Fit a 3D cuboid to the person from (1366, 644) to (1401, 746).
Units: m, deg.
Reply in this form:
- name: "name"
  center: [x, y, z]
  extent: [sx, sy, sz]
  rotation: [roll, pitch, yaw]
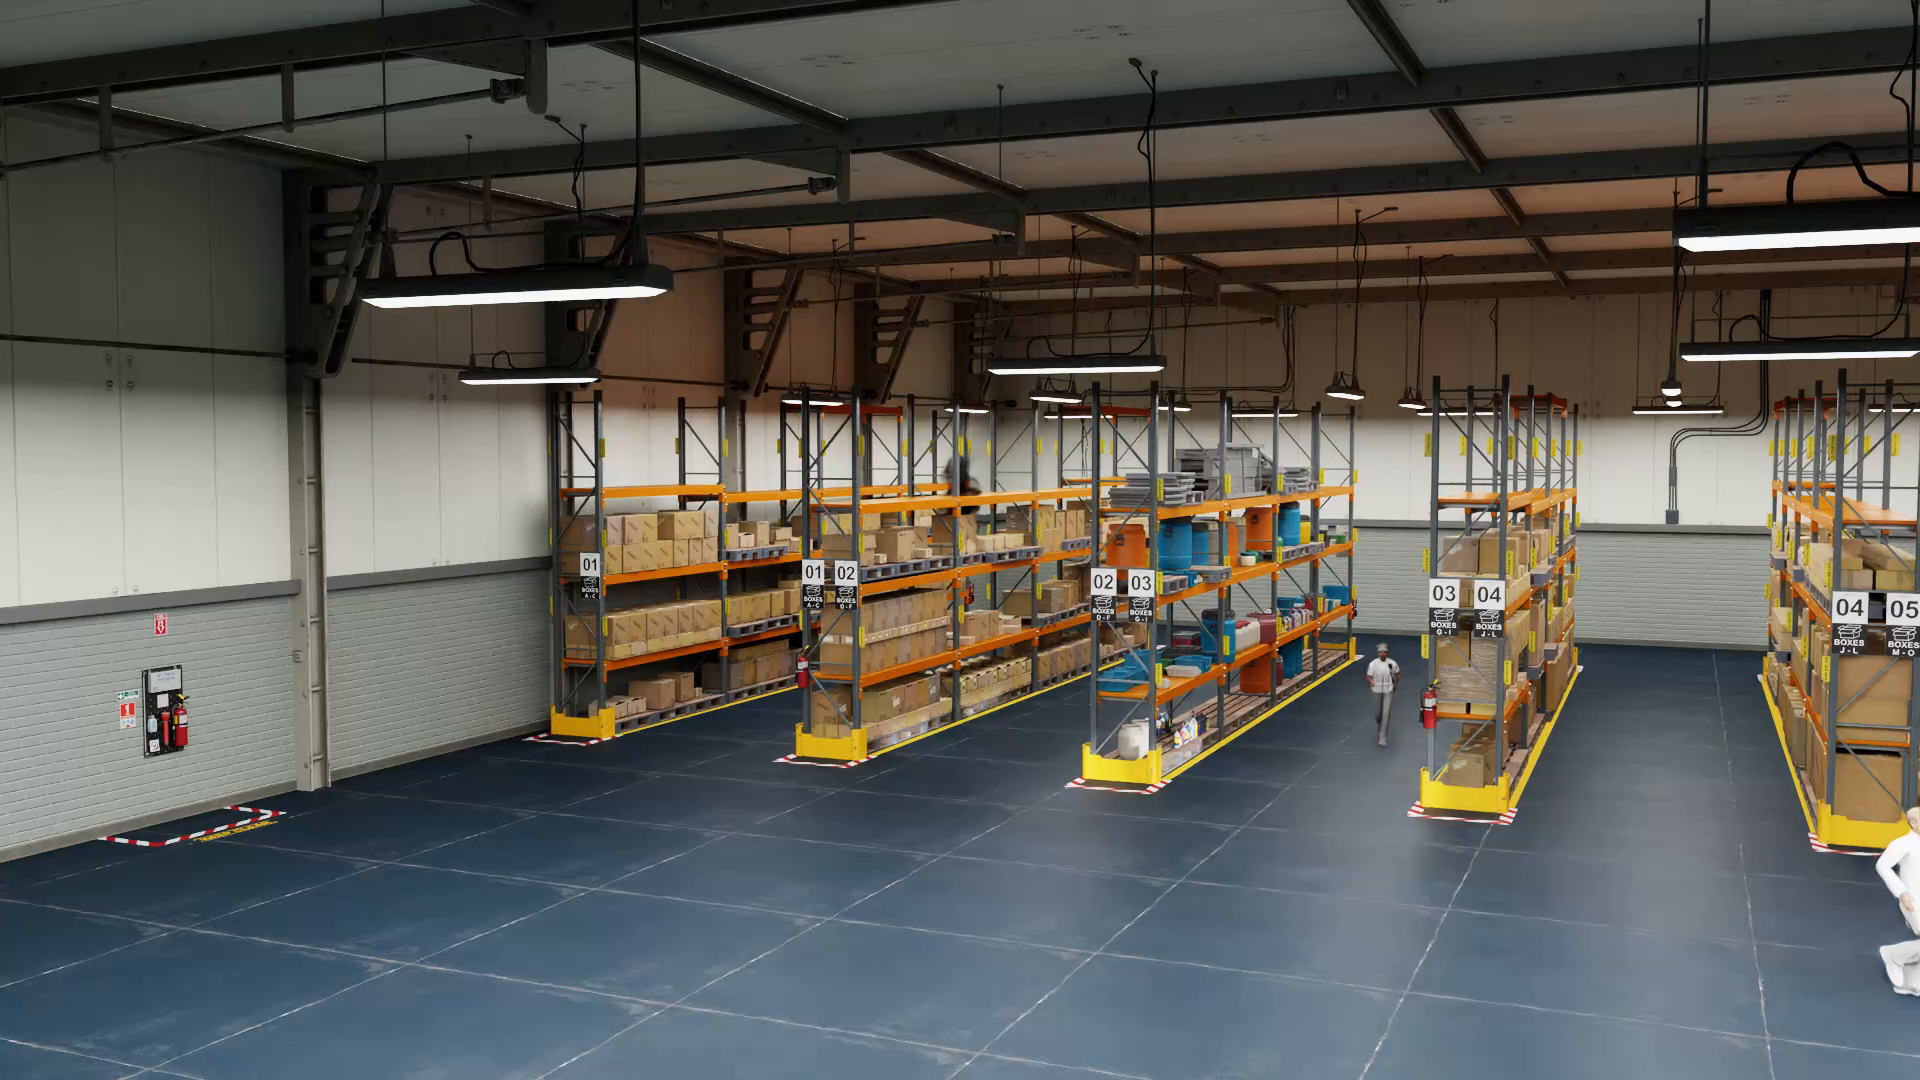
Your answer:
- name: "person"
  center: [7.221, 2.604, 28.378]
  extent: [0.579, 1.700, 0.859]
  rotation: [1, 3, 16]

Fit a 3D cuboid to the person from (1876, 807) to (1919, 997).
- name: "person"
  center: [8.759, 3.305, 15.102]
  extent: [0.711, 1.737, 0.624]
  rotation: [-2, 4, -35]
